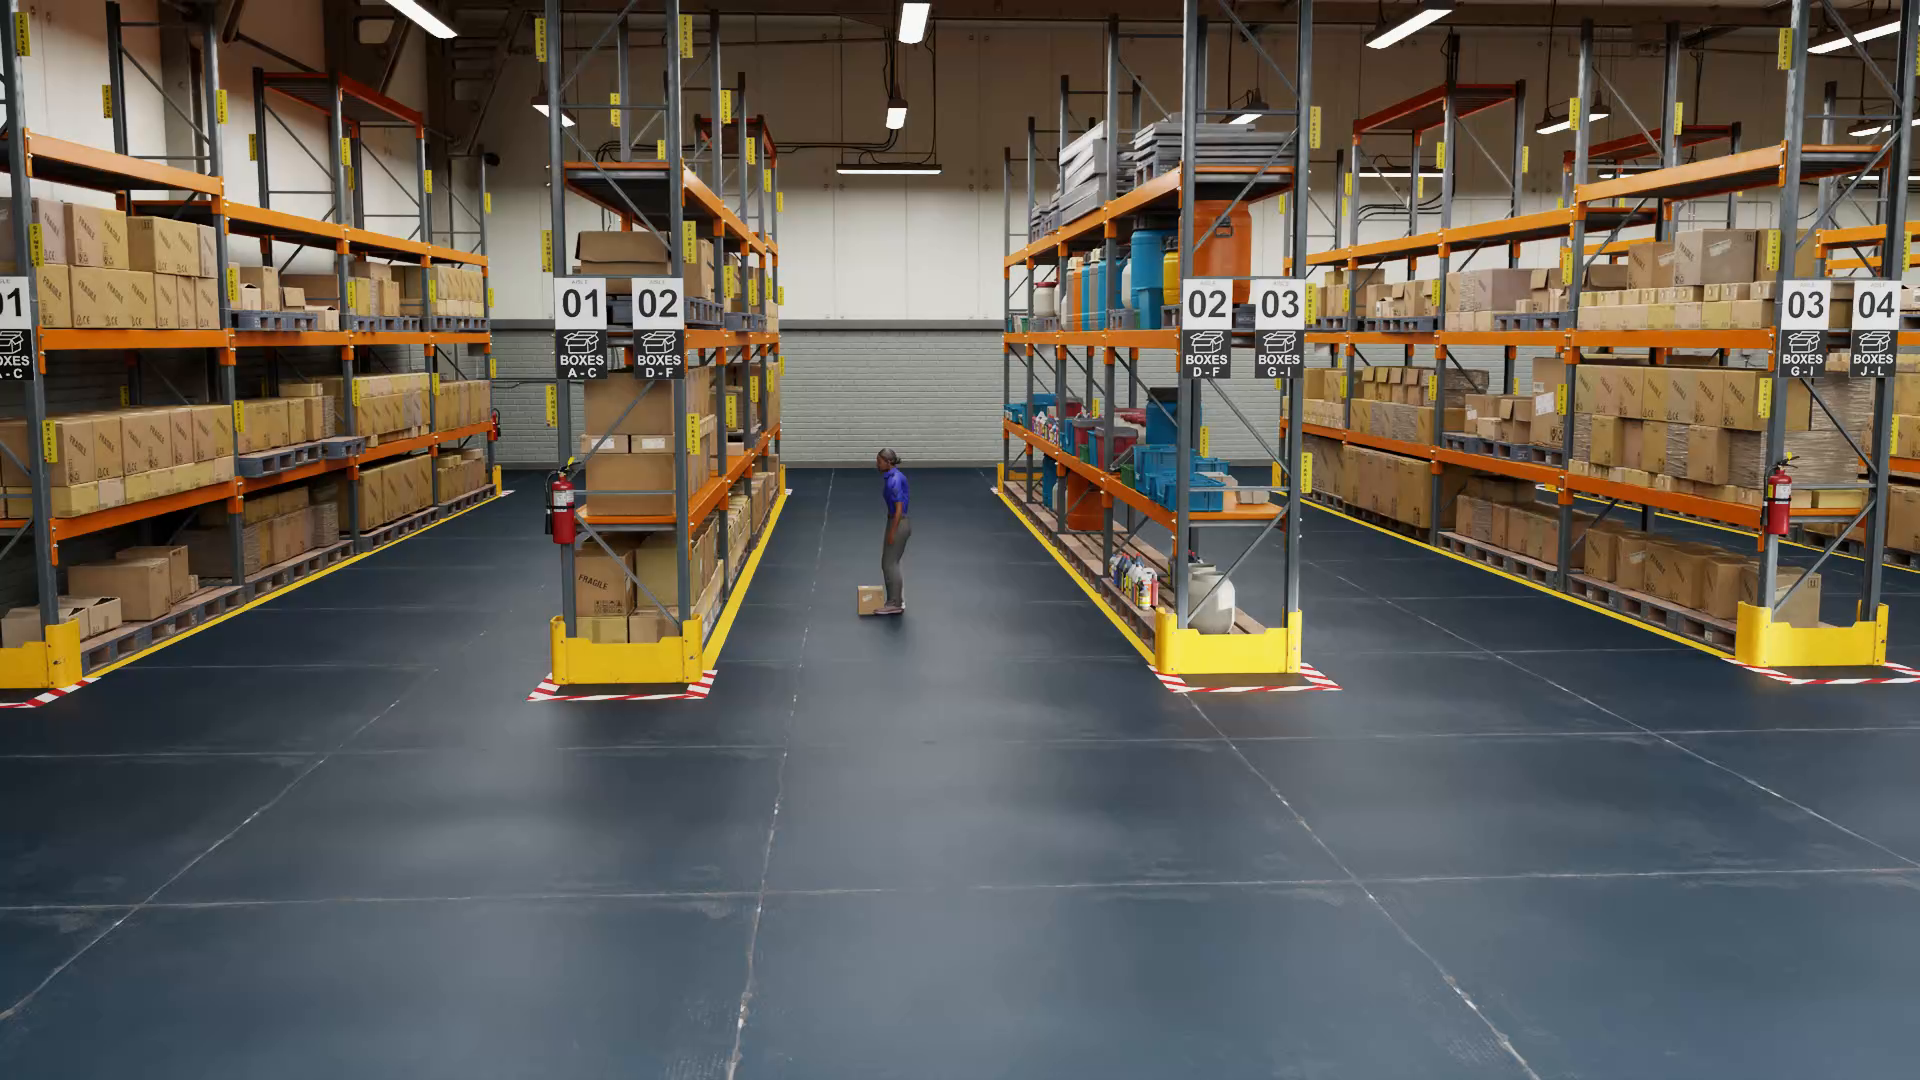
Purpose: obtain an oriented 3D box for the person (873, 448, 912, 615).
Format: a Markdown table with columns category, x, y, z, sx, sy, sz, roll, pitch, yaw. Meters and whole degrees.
| category | x | y | z | sx | sy | sz | roll | pitch | yaw |
| --- | --- | --- | --- | --- | --- | --- | --- | --- | --- |
| person | -0.683 | -0.099 | 16.583 | 0.395 | 1.654 | 0.503 | 0 | 7 | -4 |
